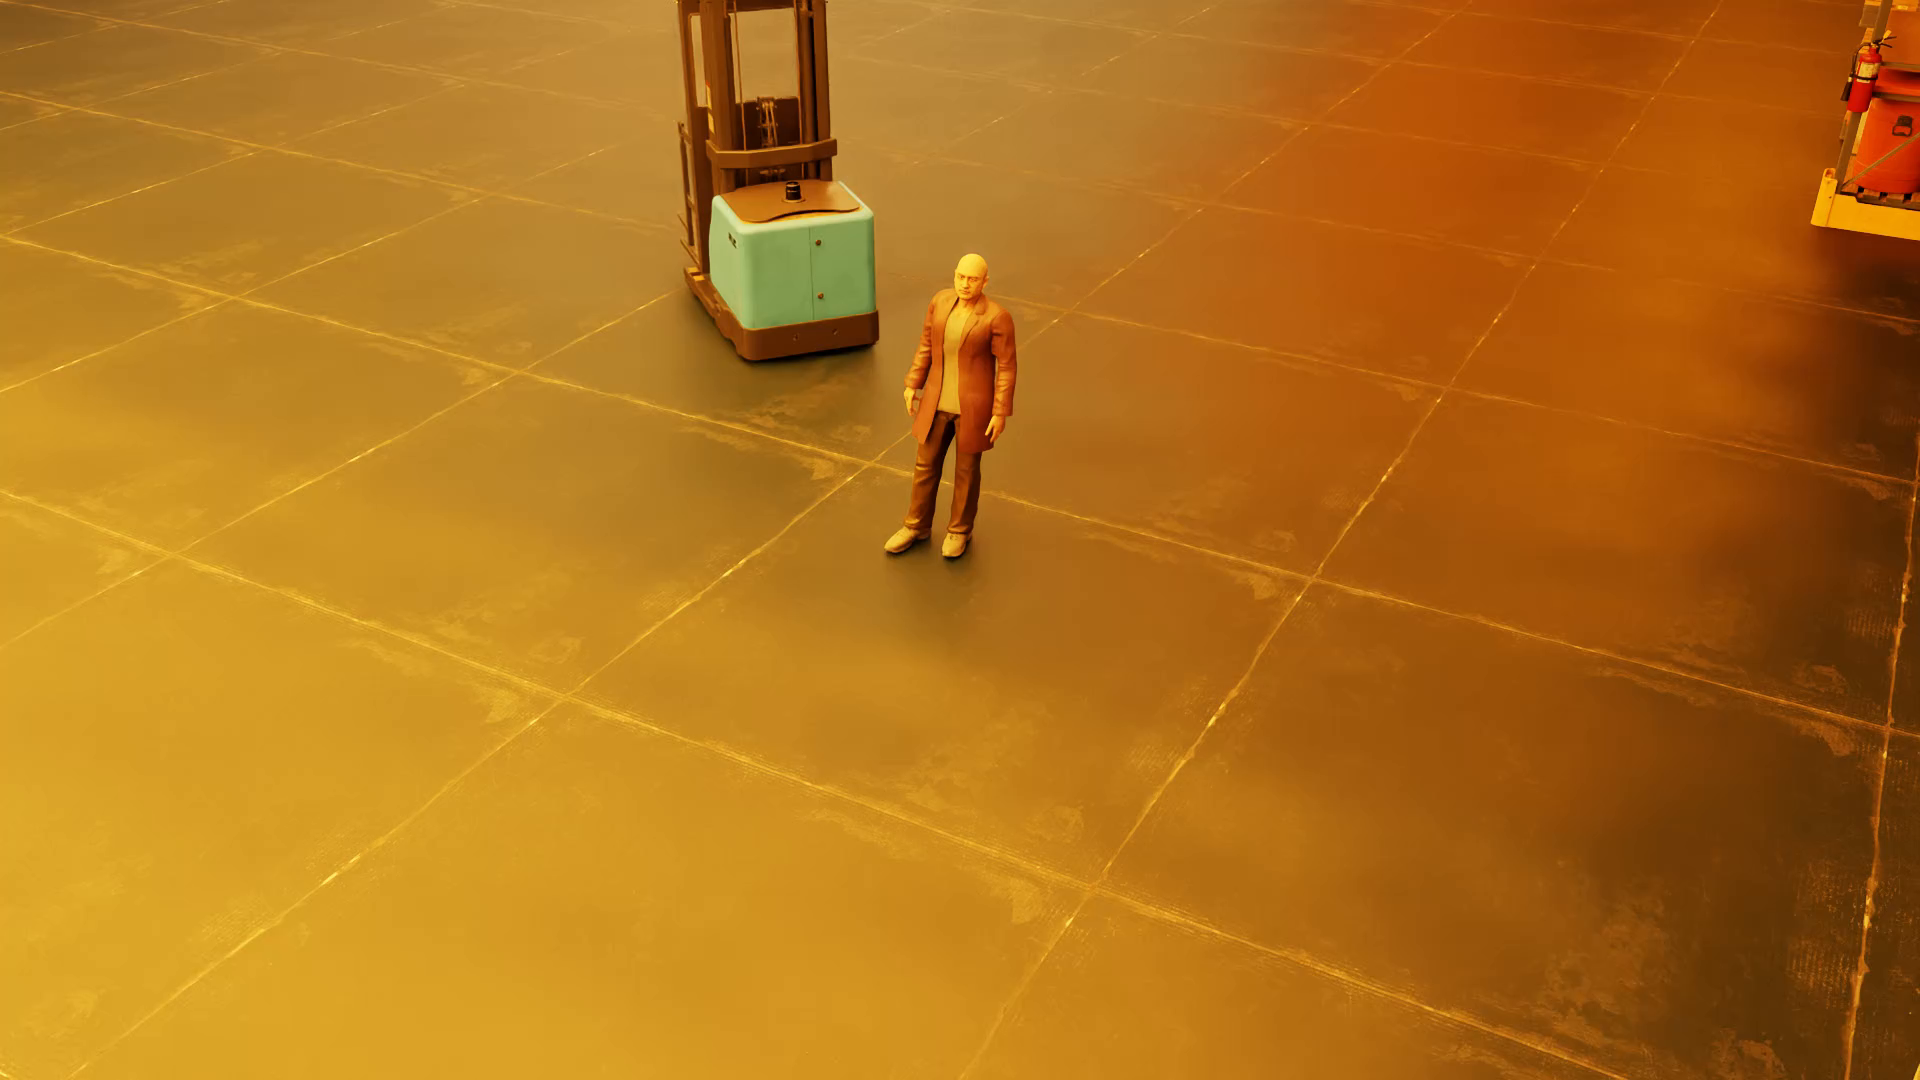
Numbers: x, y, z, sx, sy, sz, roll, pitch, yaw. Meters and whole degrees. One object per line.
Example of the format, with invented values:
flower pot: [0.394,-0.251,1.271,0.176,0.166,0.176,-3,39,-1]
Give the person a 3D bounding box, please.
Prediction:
person: [-0.048,-0.737,9.486,0.698,1.779,0.578,15,33,25]

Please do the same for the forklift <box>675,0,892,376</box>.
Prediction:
forklift: [-1.501,-3.161,12.548,1.130,2.935,3.031,-11,32,-18]
